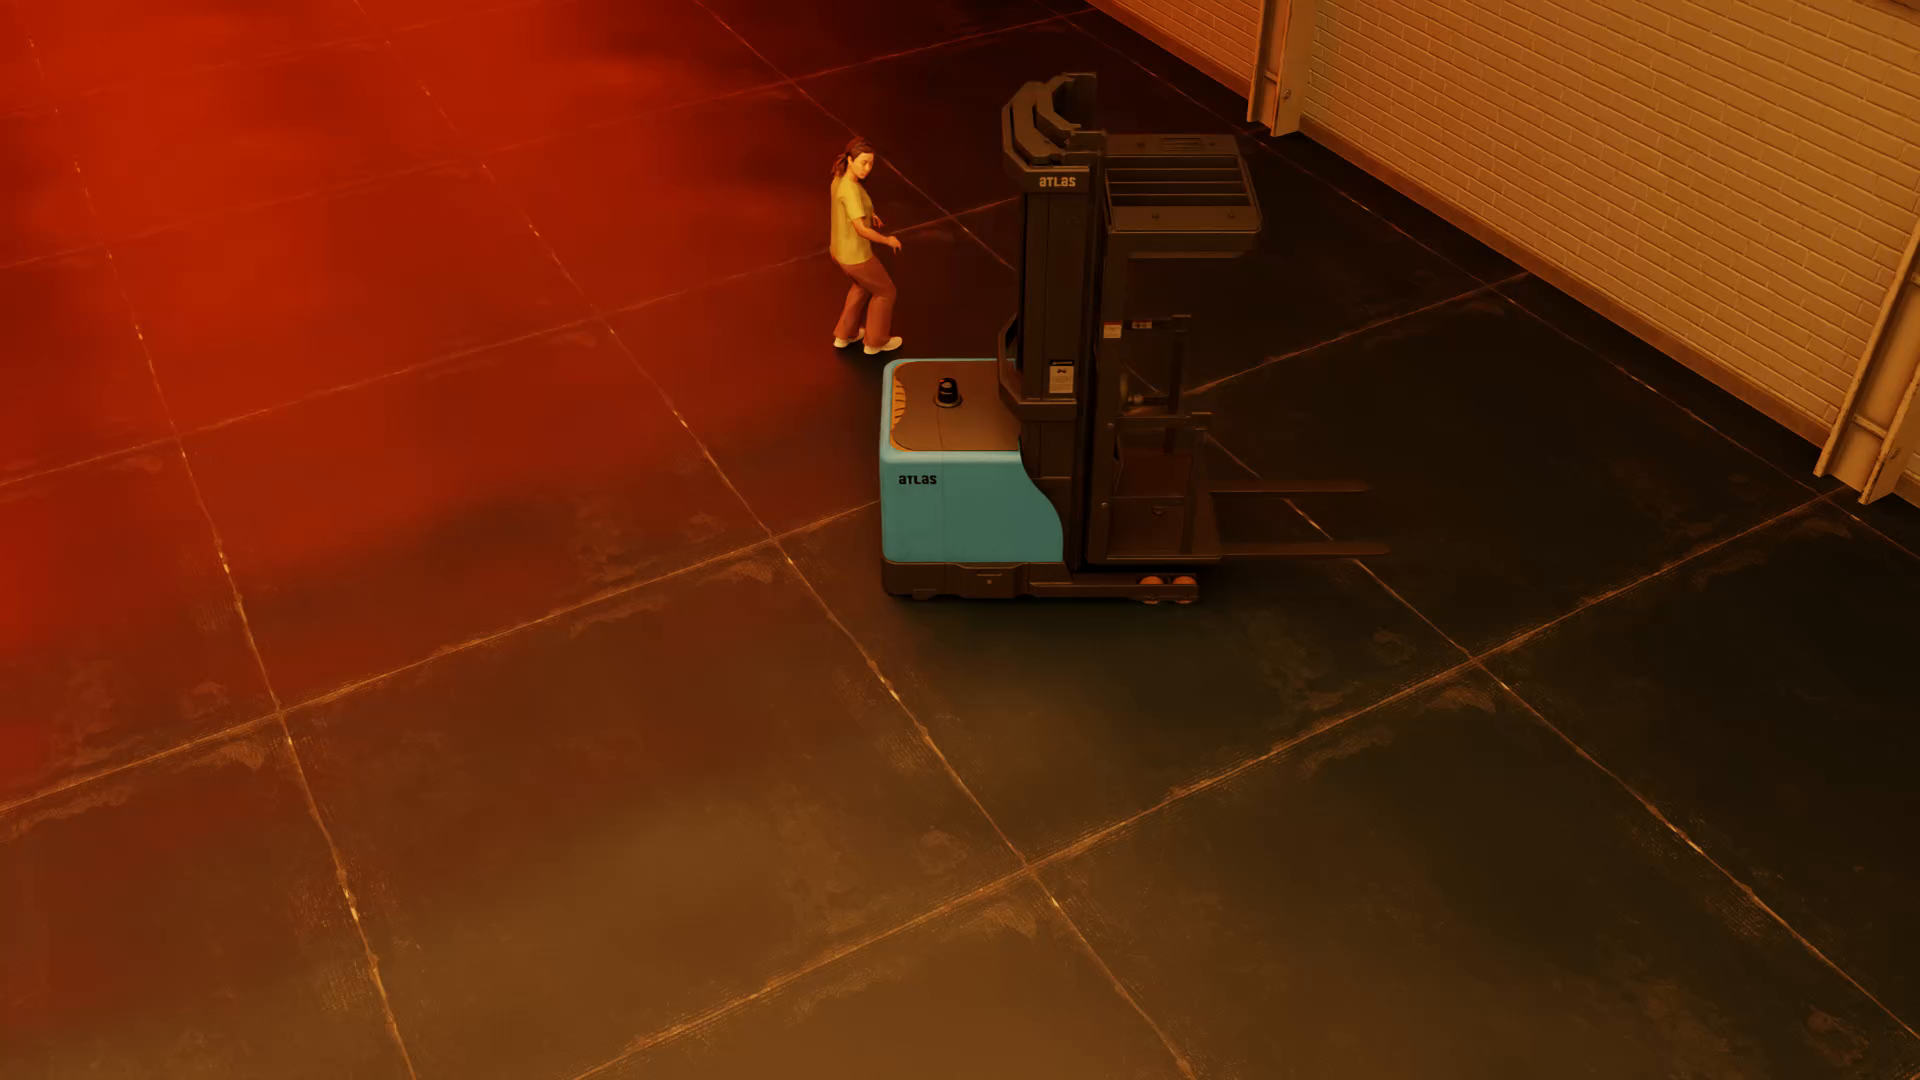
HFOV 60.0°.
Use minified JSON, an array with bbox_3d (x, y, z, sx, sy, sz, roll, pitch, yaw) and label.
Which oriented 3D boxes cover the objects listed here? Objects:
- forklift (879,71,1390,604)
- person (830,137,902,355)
[{"bbox_3d":[1.046,-1.089,9.349,3.031,2.935,1.130,0,40,0],"label":"forklift"},{"bbox_3d":[-0.666,-2.021,11.531,0.488,1.618,0.692,-16,42,-18],"label":"person"}]
